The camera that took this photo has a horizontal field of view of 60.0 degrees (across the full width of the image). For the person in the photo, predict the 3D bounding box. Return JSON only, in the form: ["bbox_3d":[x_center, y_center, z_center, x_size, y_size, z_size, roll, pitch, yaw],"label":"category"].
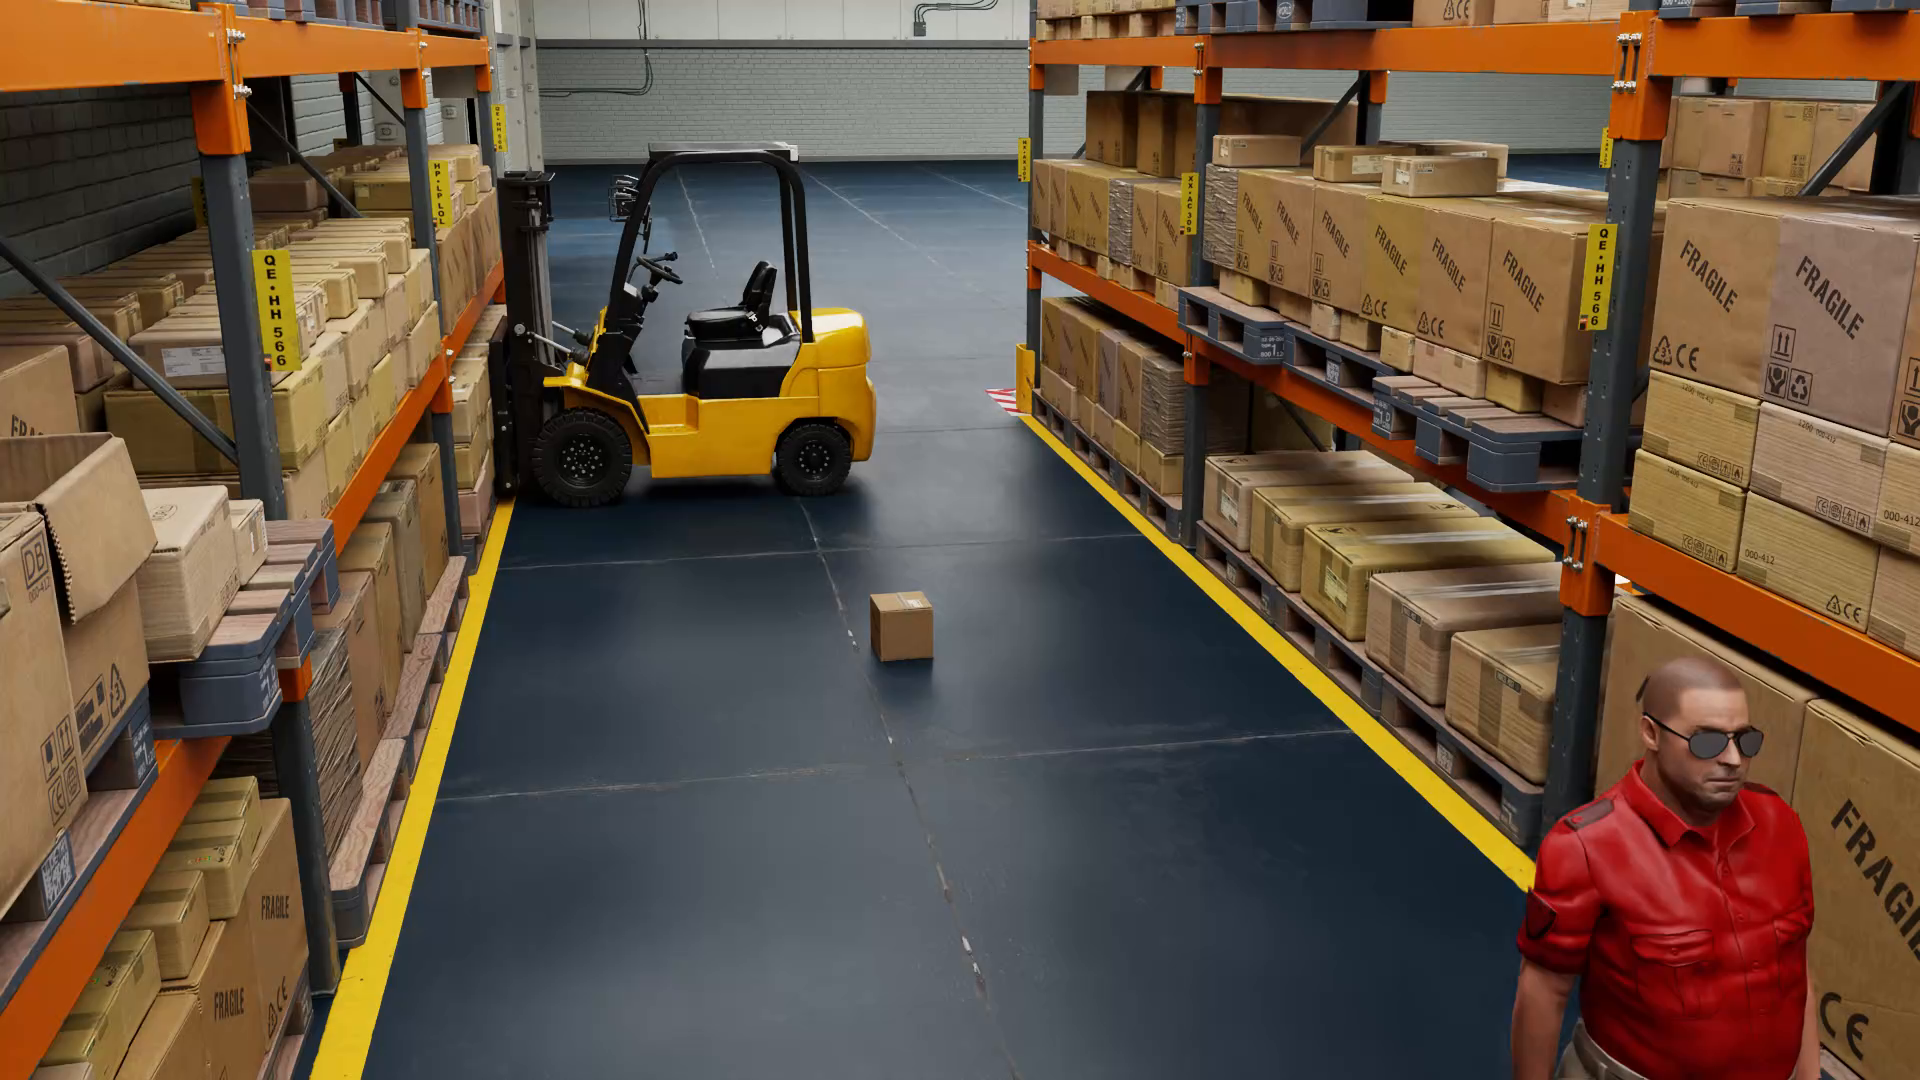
[{"bbox_3d":[1.287,1.030,3.010,0.538,1.685,0.881,-6,17,-19],"label":"person"}]
